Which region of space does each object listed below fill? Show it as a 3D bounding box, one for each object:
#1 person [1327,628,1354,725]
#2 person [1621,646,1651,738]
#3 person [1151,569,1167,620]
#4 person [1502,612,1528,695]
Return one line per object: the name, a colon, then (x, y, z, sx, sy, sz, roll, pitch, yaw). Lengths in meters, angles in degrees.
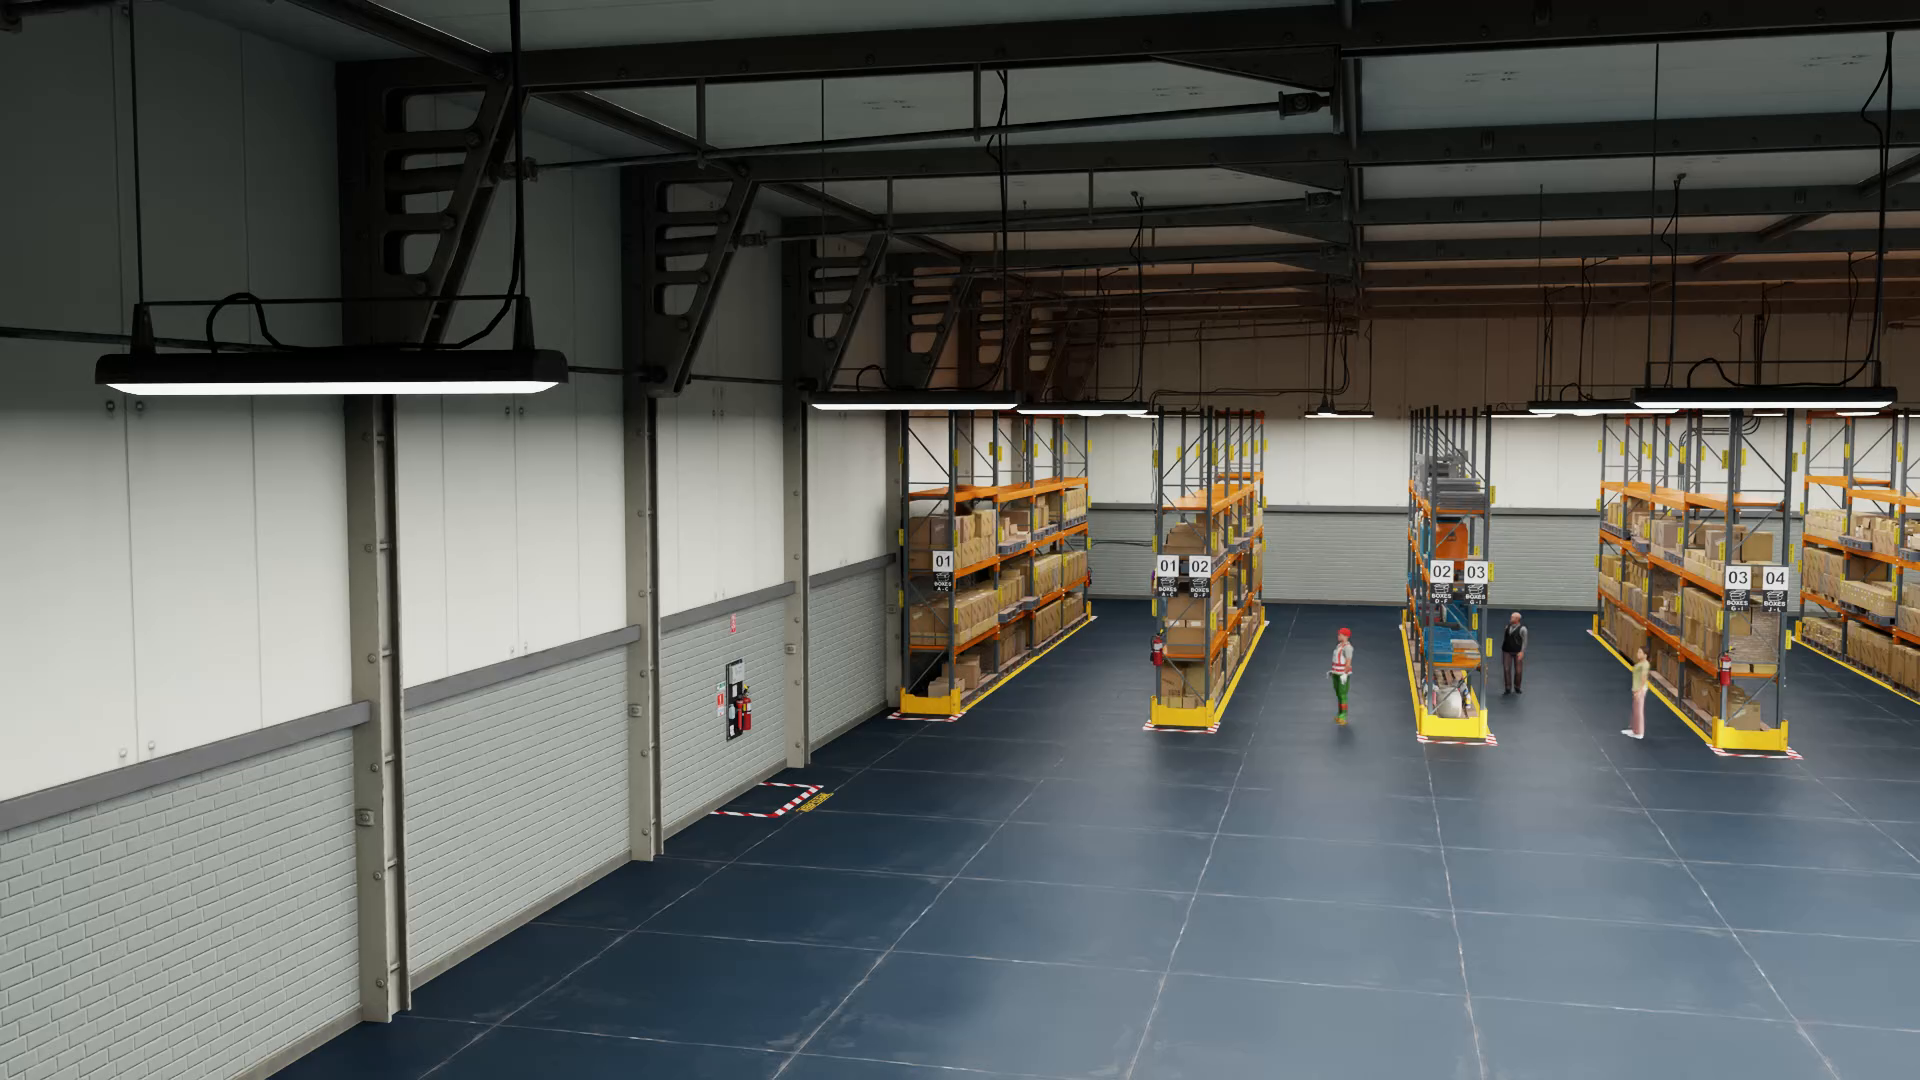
person: (7.209, 2.572, 31.546, 0.499, 1.820, 0.567, -2, 5, -26)
person: (12.224, 2.731, 30.063, 0.503, 1.669, 0.512, 2, 5, 28)
person: (5.786, 1.413, 47.860, 0.610, 1.724, 0.971, 0, 4, -3)
person: (11.589, 2.381, 34.759, 0.540, 1.735, 0.485, 2, 5, 26)
